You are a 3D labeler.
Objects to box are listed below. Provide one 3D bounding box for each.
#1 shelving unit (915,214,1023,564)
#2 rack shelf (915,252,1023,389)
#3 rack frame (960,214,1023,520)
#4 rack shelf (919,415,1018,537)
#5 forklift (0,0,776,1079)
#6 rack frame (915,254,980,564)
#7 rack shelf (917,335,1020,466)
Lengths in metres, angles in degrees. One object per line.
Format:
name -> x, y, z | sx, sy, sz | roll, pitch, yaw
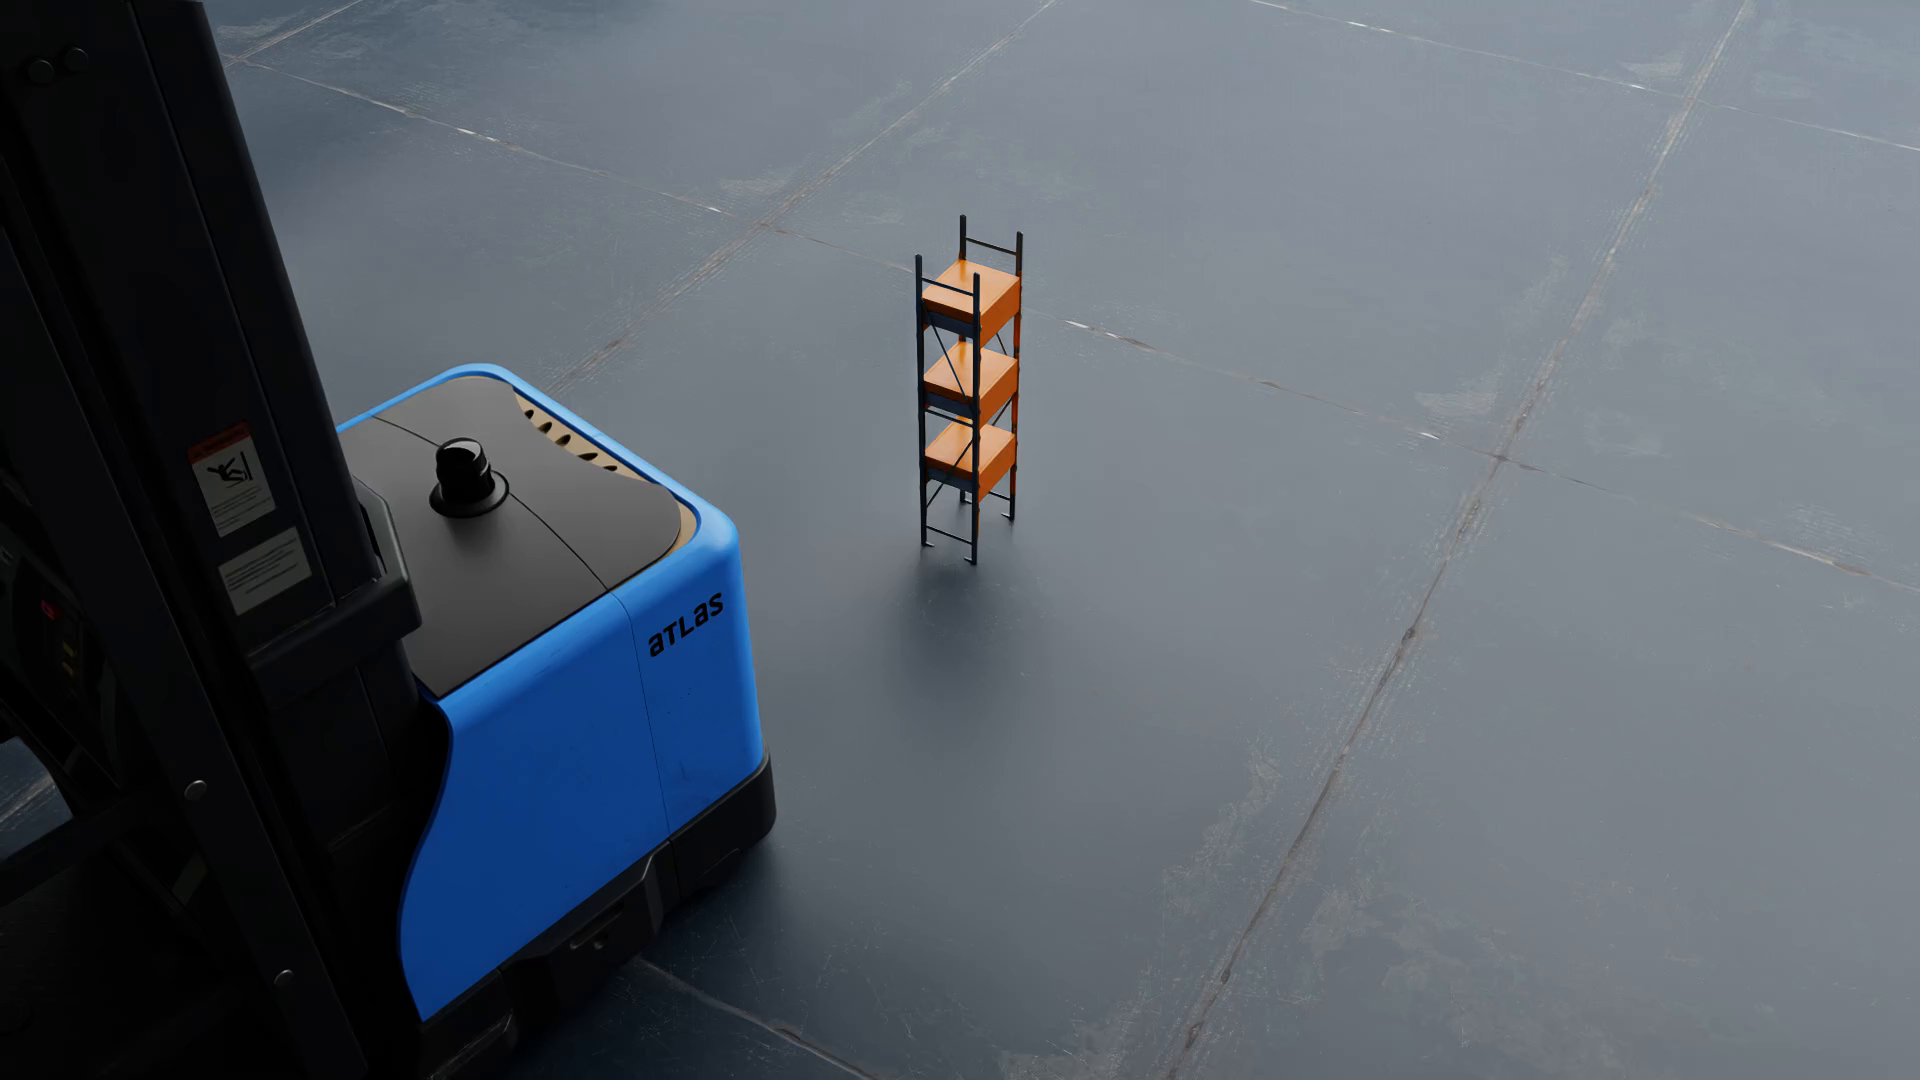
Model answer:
shelving unit -> 0.027, -0.425, 4.938 | 0.215, 1.050, 0.252 | 21, 45, 22
rack shelf -> 0.027, -0.630, 4.757 | 0.215, 0.259, 0.240 | 21, 45, 22
rack frame -> 0.088, -0.494, 5.017 | 0.200, 1.050, 0.008 | 21, 45, 22
rack shelf -> 0.027, -0.208, 5.128 | 0.215, 0.259, 0.240 | 21, 45, 22
forklift -> -1.845, 0.170, 2.839 | 1.130, 2.935, 3.031 | 31, 50, 31
rack frame -> -0.034, -0.355, 4.859 | 0.200, 1.050, 0.008 | 21, 45, 22
rack shelf -> 0.027, -0.417, 4.945 | 0.215, 0.259, 0.240 | 21, 45, 22
